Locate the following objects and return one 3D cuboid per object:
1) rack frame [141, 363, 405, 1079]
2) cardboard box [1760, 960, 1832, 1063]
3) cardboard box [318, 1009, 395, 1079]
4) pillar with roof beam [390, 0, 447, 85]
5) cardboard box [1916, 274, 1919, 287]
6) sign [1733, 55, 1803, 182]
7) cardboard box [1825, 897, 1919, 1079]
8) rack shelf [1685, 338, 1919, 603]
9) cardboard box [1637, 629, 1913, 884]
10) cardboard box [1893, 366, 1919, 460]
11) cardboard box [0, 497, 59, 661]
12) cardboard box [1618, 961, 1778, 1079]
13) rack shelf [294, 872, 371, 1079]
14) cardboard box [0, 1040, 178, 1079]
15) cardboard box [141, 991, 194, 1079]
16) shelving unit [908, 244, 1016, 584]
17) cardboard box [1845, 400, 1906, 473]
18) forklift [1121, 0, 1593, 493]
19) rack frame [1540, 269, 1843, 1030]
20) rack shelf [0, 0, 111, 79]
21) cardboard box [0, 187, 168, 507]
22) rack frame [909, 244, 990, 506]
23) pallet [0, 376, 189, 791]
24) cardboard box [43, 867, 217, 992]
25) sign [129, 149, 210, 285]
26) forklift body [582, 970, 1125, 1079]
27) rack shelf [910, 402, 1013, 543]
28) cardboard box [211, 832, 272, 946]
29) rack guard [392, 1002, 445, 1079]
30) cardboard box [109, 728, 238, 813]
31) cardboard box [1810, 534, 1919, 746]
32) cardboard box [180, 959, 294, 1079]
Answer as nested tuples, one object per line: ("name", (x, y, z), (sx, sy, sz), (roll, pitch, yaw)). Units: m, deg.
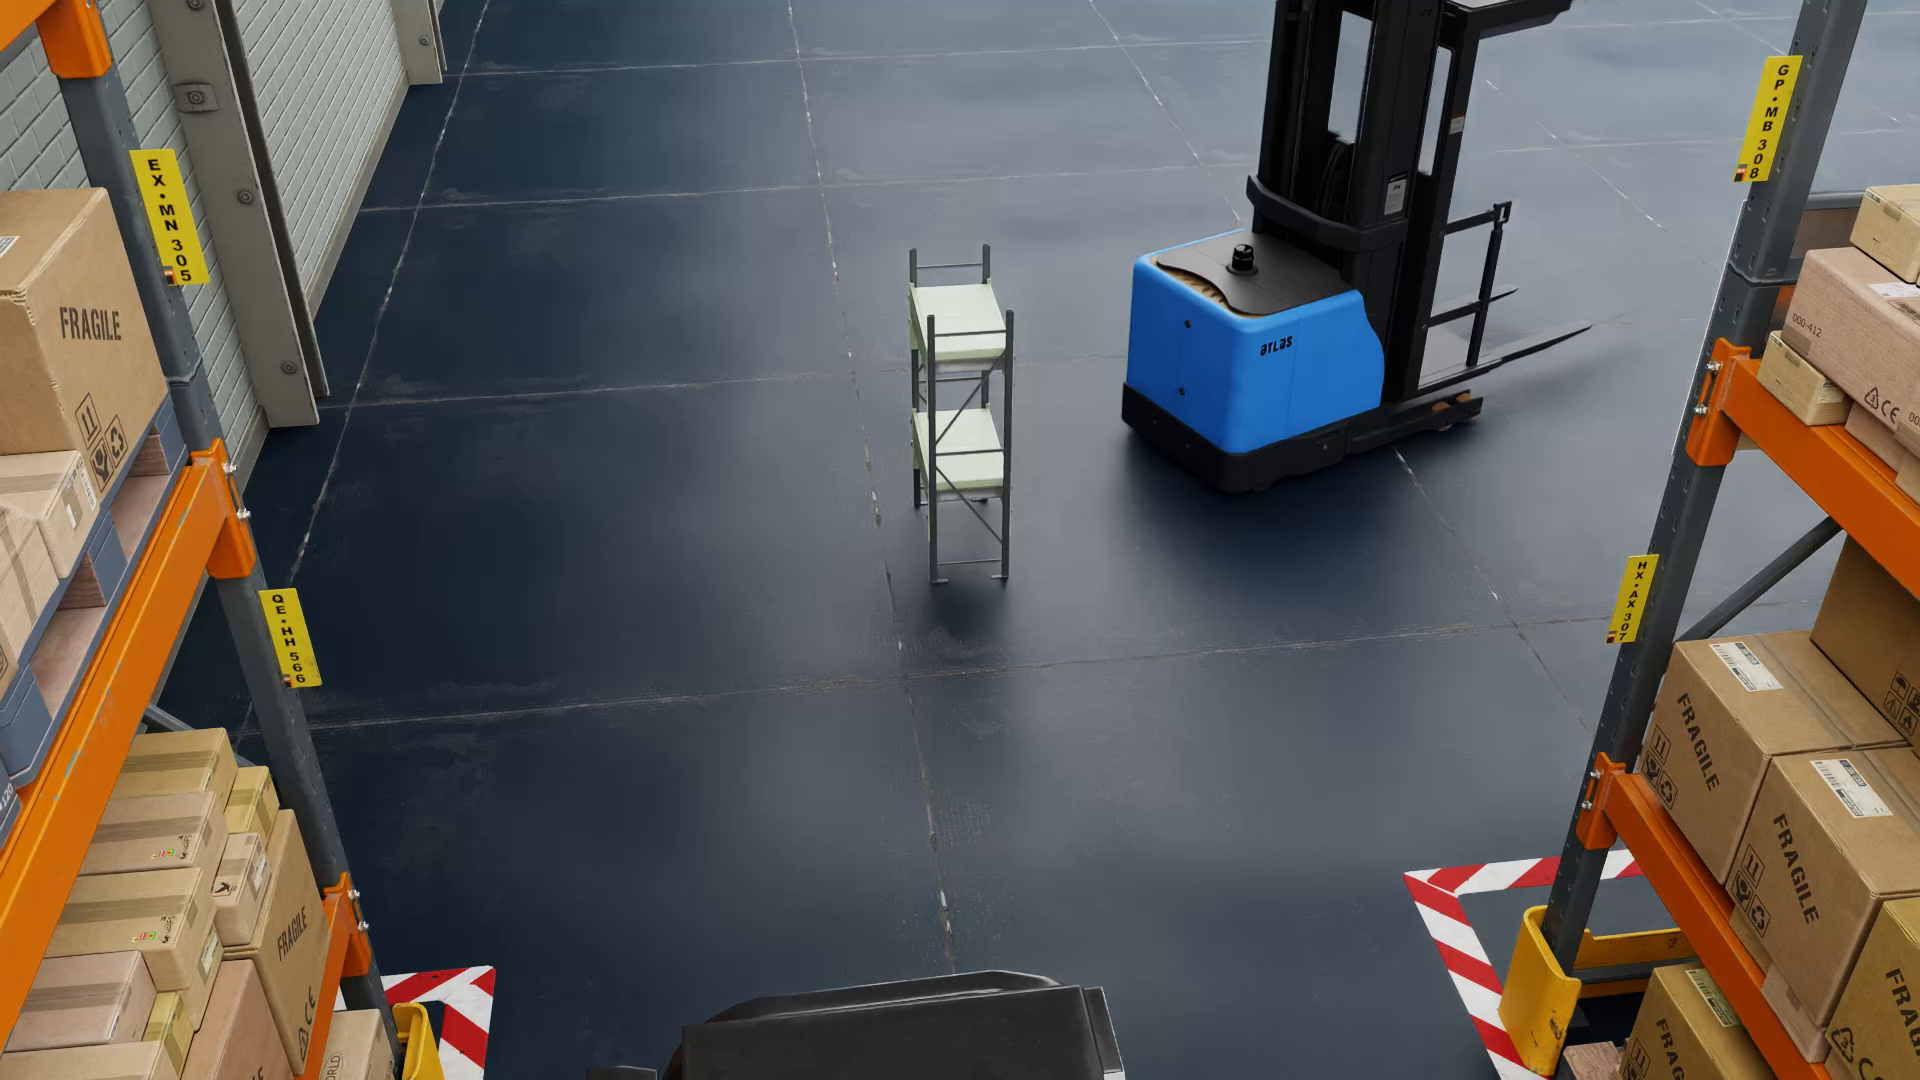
("rack frame", (-2.336, 0.876, 4.801), (1.000, 3.000, 0.127), (-4, 35, -6))
("cardboard box", (2.414, 1.246, 4.481), (0.380, 0.149, 0.250), (-4, 34, -6))
("cardboard box", (-1.965, 1.659, 4.833), (0.500, 0.250, 0.500), (-3, 34, -5))
("pillar with roof beam", (-0.484, -8.169, 12.746), (9.100, 9.000, 0.400), (-4, 35, -6))
("cardboard box", (2.477, -0.614, 3.839), (0.380, 0.149, 0.250), (-5, 35, -7))
("sign", (2.044, -1.062, 4.205), (0.100, 0.325, 0.005), (-4, 35, -6))
("cardboard box", (2.513, 1.192, 3.985), (0.500, 0.500, 0.500), (-5, 35, -7))
("rack shelf", (2.851, 0.672, 3.076), (1.077, 0.370, 4.000), (-4, 35, -6))
("cardboard box", (2.371, 0.619, 4.825), (0.500, 0.500, 0.500), (-5, 35, -7))
("cardboard box", (2.444, -0.220, 3.615), (0.500, 0.250, 0.500), (-5, 35, -7))
("cardboard box", (-1.890, 0.058, 2.996), (0.396, 0.266, 0.258), (-4, 35, -6))
("cardboard box", (2.420, 1.635, 5.090), (0.500, 0.500, 0.500), (-5, 35, -8))
("rack shelf", (-2.067, 2.289, 3.366), (1.077, 0.370, 4.000), (-4, 35, -6))
("cardboard box", (-1.848, 1.188, 3.414), (0.380, 0.149, 0.250), (-4, 34, -5))
("cardboard box", (-1.952, 1.168, 3.708), (0.380, 0.149, 0.250), (-5, 35, -7))
("shelving unit", (-0.001, -0.623, 8.333), (0.431, 1.500, 0.755), (-4, 35, -6))
("cardboard box", (2.429, -0.289, 4.069), (0.380, 0.149, 0.250), (-5, 35, -8))
("forklift", (2.463, -2.079, 9.198), (3.031, 2.935, 1.130), (-19, 39, -26))
("rack frame", (2.582, 0.498, 5.356), (1.000, 3.000, 0.127), (-4, 35, -6))
("rack shelf", (-2.067, -0.025, 1.789), (1.077, 0.370, 4.000), (-4, 35, -6))
("cardboard box", (-2.035, -0.391, 3.447), (0.500, 0.500, 0.500), (-3, 34, -5))
("rack frame", (-0.050, -0.828, 8.633), (0.400, 1.500, 0.023), (-4, 35, -6))
("pallet", (-2.267, 0.069, 3.400), (1.003, 0.211, 1.213), (-4, 35, -6))
("cardboard box", (-1.953, 0.907, 3.827), (0.380, 0.149, 0.250), (-4, 34, -5))
("sign", (-1.797, -0.730, 3.778), (0.100, 0.325, 0.005), (-4, 35, -6))
("forklift body", (-0.273, 2.147, 3.690), (2.313, 2.155, 1.214), (-4, 35, -6))
("rack shelf", (-0.001, -0.354, 8.517), (0.431, 0.370, 0.720), (-4, 35, -6))
("cardboard box", (-1.948, 0.879, 4.132), (0.380, 0.149, 0.250), (-4, 34, -6))
("rack guard", (-2.339, 1.895, 5.525), (1.175, 0.500, 0.348), (-4, 35, -6))
("cardboard box", (-2.079, 0.627, 4.237), (0.380, 0.149, 0.250), (-4, 35, -6))
("cardboard box", (2.867, 0.189, 4.568), (0.700, 0.500, 0.500), (-5, 35, -8))
("cardboard box", (-1.949, 1.379, 3.973), (0.500, 0.500, 0.500), (-3, 34, -5))
